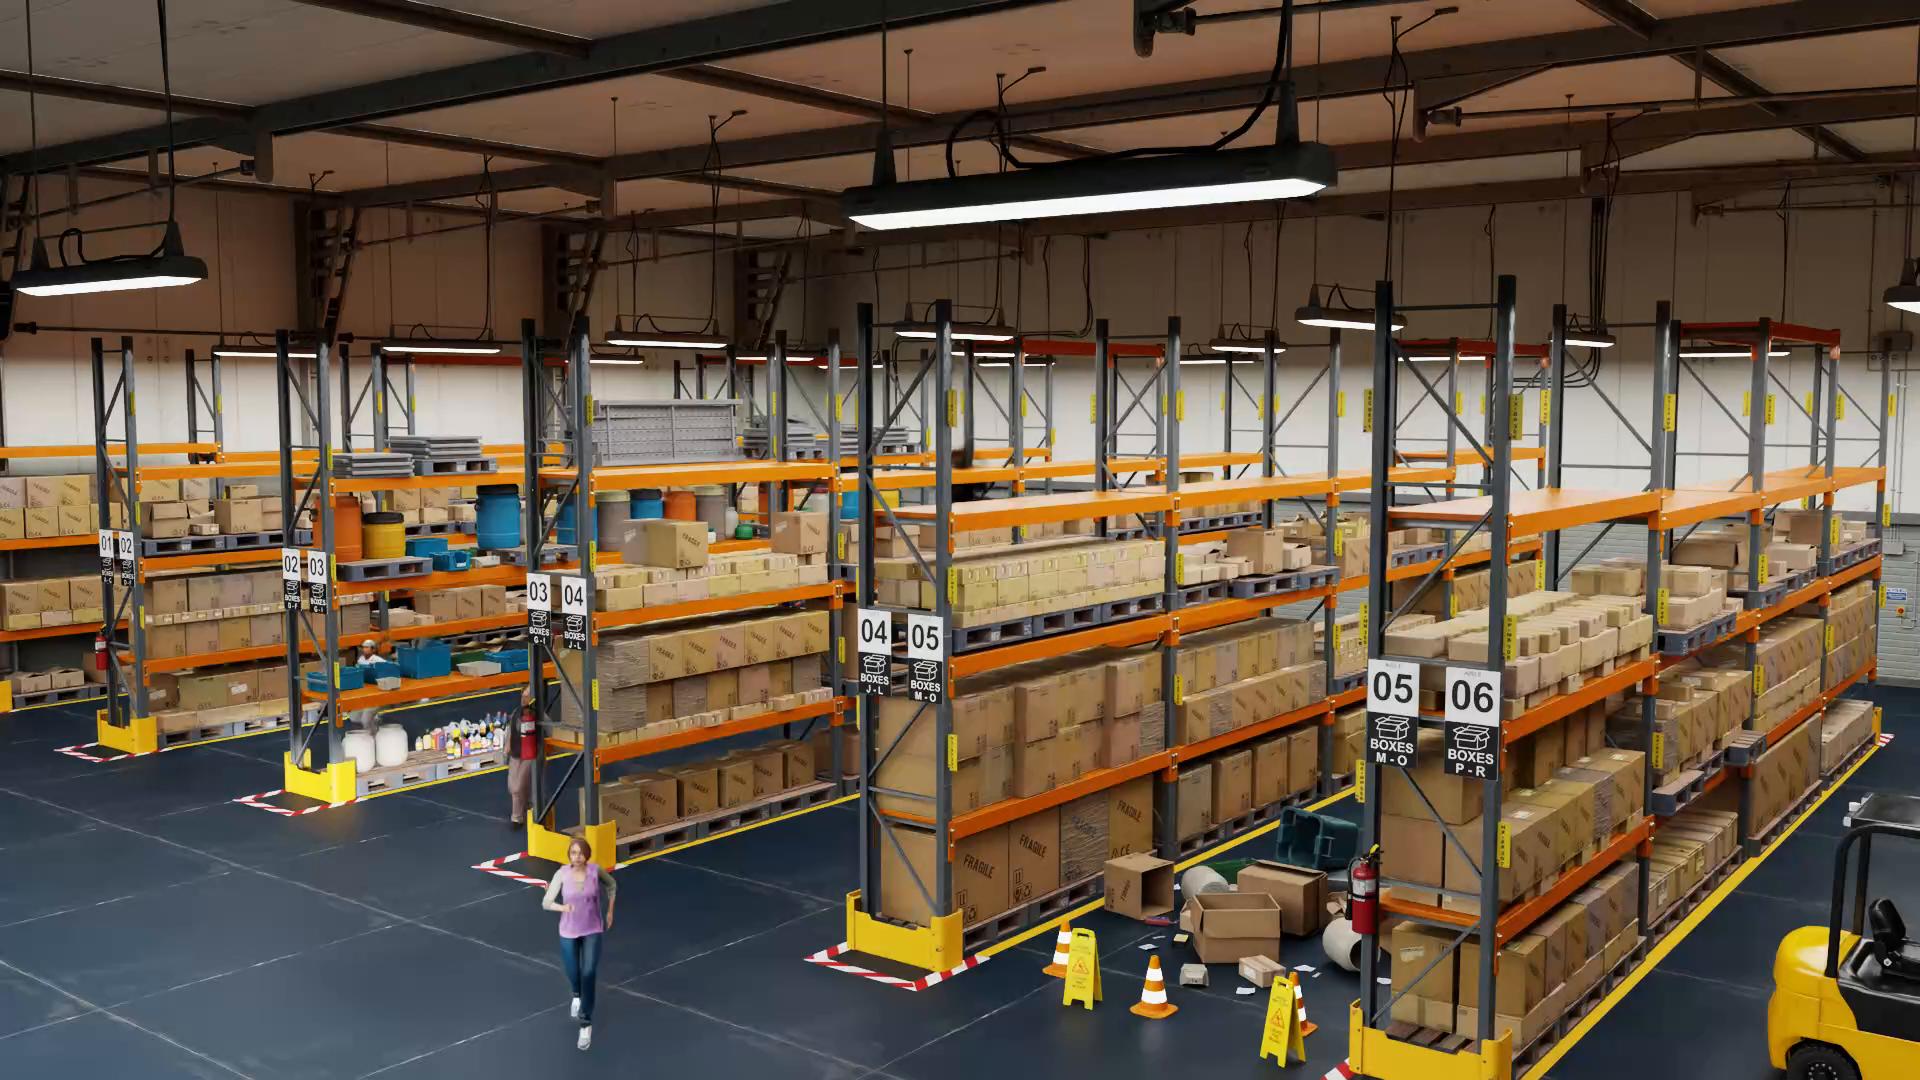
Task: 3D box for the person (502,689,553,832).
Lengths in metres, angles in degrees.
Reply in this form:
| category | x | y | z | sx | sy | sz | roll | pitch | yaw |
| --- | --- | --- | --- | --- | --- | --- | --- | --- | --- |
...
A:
| category | x | y | z | sx | sy | sz | roll | pitch | yaw |
| --- | --- | --- | --- | --- | --- | --- | --- | --- | --- |
| person | -5.122 | 2.614 | 19.899 | 0.689 | 1.709 | 0.687 | 2 | 6 | 26 |

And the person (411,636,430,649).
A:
| category | x | y | z | sx | sy | sz | roll | pitch | yaw |
| --- | --- | --- | --- | --- | --- | --- | --- | --- | --- |
| person | -9.840 | 1.737 | 30.508 | 0.535 | 1.548 | 0.567 | 4 | 6 | 38 |

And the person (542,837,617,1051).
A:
| category | x | y | z | sx | sy | sz | roll | pitch | yaw |
| --- | --- | --- | --- | --- | --- | --- | --- | --- | --- |
| person | -3.069 | 3.192 | 13.446 | 0.575 | 1.631 | 0.771 | -1 | 5 | -9 |

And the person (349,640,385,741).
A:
| category | x | y | z | sx | sy | sz | roll | pitch | yaw |
| --- | --- | --- | --- | --- | --- | --- | --- | --- | --- |
| person | -8.591 | 2.257 | 24.275 | 0.645 | 1.632 | 0.549 | 2 | 6 | 25 |
